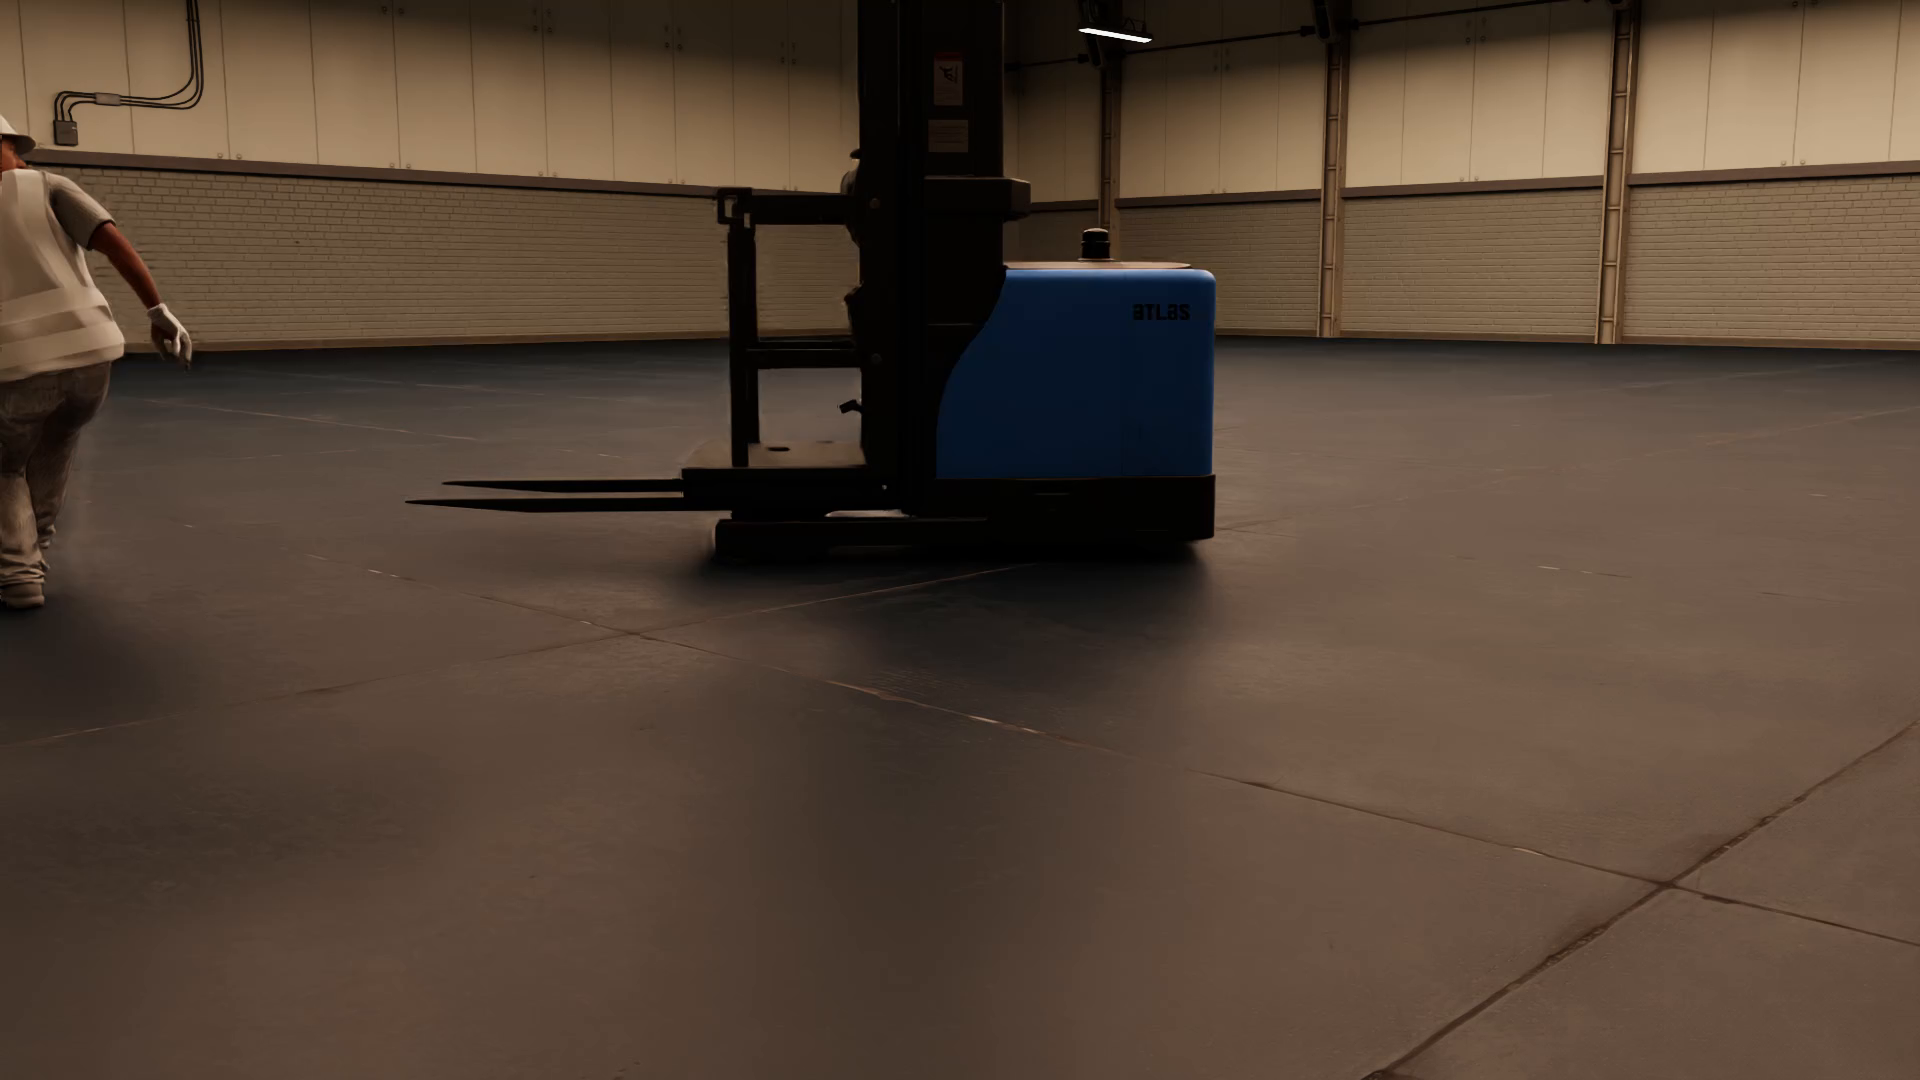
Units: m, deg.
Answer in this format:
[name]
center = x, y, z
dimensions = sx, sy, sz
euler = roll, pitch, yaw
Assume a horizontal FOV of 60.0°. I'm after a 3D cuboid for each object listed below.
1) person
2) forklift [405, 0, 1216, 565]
[person]
center = -3.023, -0.611, 5.501
dimensions = 0.797, 1.589, 0.827
euler = -5, 10, -32
[forklift]
center = -0.579, -1.439, 6.430
dimensions = 3.031, 2.935, 1.130
euler = -1, 9, -4
